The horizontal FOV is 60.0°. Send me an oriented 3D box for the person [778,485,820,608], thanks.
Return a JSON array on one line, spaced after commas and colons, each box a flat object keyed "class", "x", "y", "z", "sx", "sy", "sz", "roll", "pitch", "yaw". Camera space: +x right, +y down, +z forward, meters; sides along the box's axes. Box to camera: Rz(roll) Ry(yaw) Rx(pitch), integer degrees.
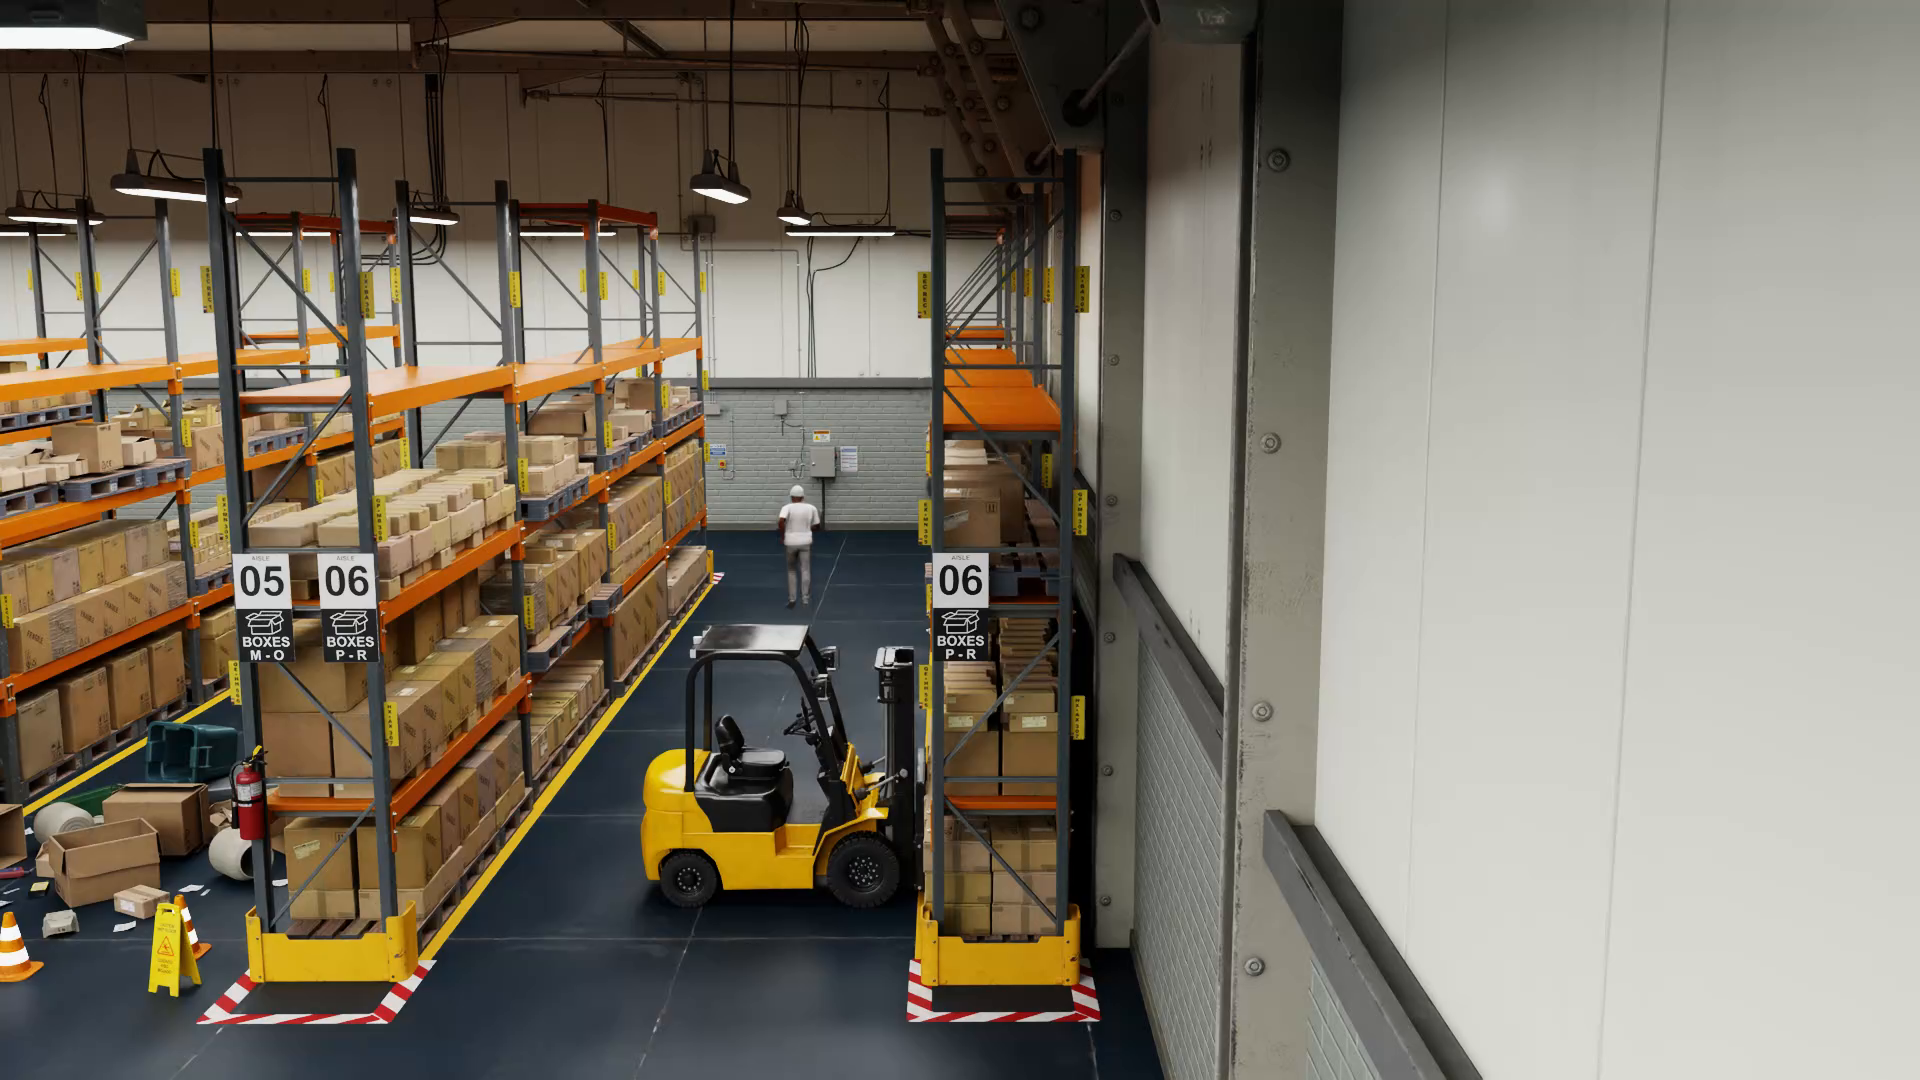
[{"class": "person", "x": -2.363, "y": 0.130, "z": 24.413, "sx": 0.632, "sy": 1.866, "sz": 0.799, "roll": -2, "pitch": 9, "yaw": -10}]
